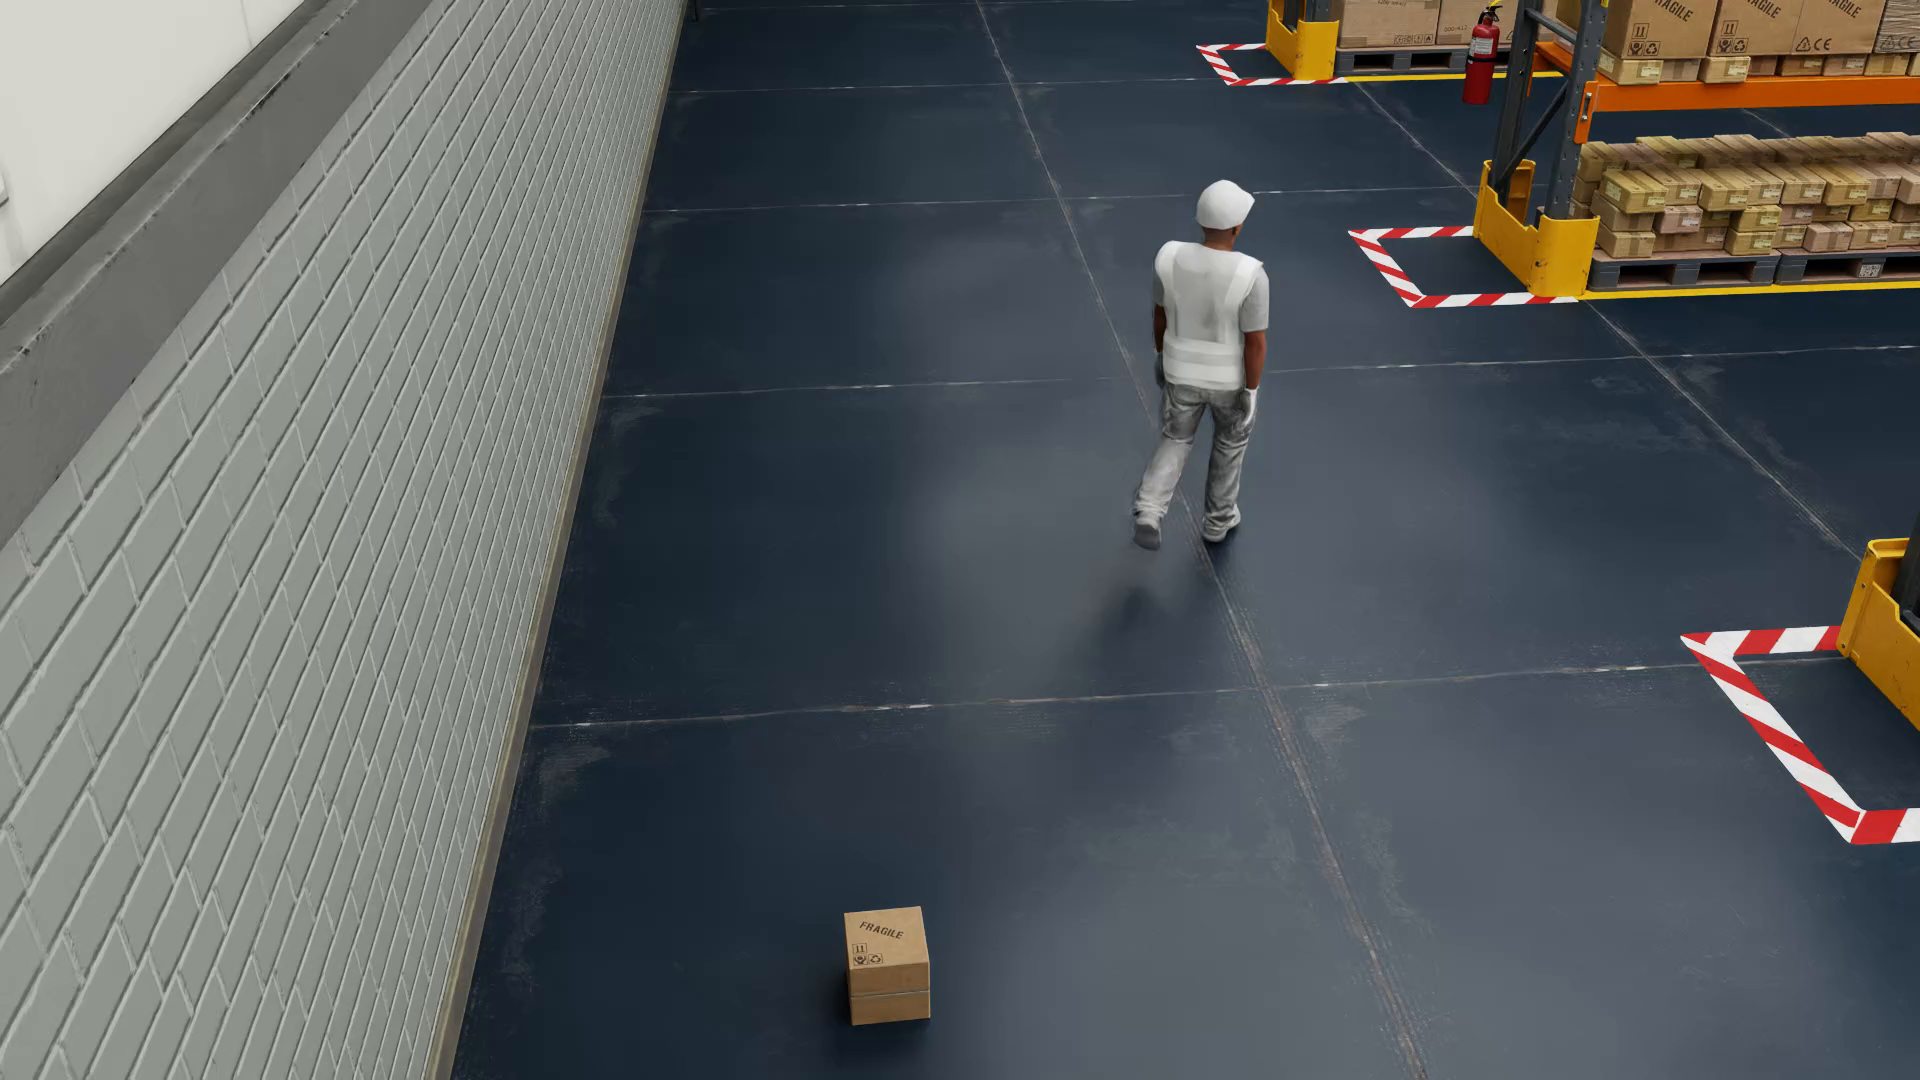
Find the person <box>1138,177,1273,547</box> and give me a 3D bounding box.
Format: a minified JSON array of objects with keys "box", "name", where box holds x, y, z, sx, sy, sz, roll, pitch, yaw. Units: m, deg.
[{"box":[1.088,-0.738,7.312,0.554,1.768,0.728,14,34,22],"name":"person"}]
